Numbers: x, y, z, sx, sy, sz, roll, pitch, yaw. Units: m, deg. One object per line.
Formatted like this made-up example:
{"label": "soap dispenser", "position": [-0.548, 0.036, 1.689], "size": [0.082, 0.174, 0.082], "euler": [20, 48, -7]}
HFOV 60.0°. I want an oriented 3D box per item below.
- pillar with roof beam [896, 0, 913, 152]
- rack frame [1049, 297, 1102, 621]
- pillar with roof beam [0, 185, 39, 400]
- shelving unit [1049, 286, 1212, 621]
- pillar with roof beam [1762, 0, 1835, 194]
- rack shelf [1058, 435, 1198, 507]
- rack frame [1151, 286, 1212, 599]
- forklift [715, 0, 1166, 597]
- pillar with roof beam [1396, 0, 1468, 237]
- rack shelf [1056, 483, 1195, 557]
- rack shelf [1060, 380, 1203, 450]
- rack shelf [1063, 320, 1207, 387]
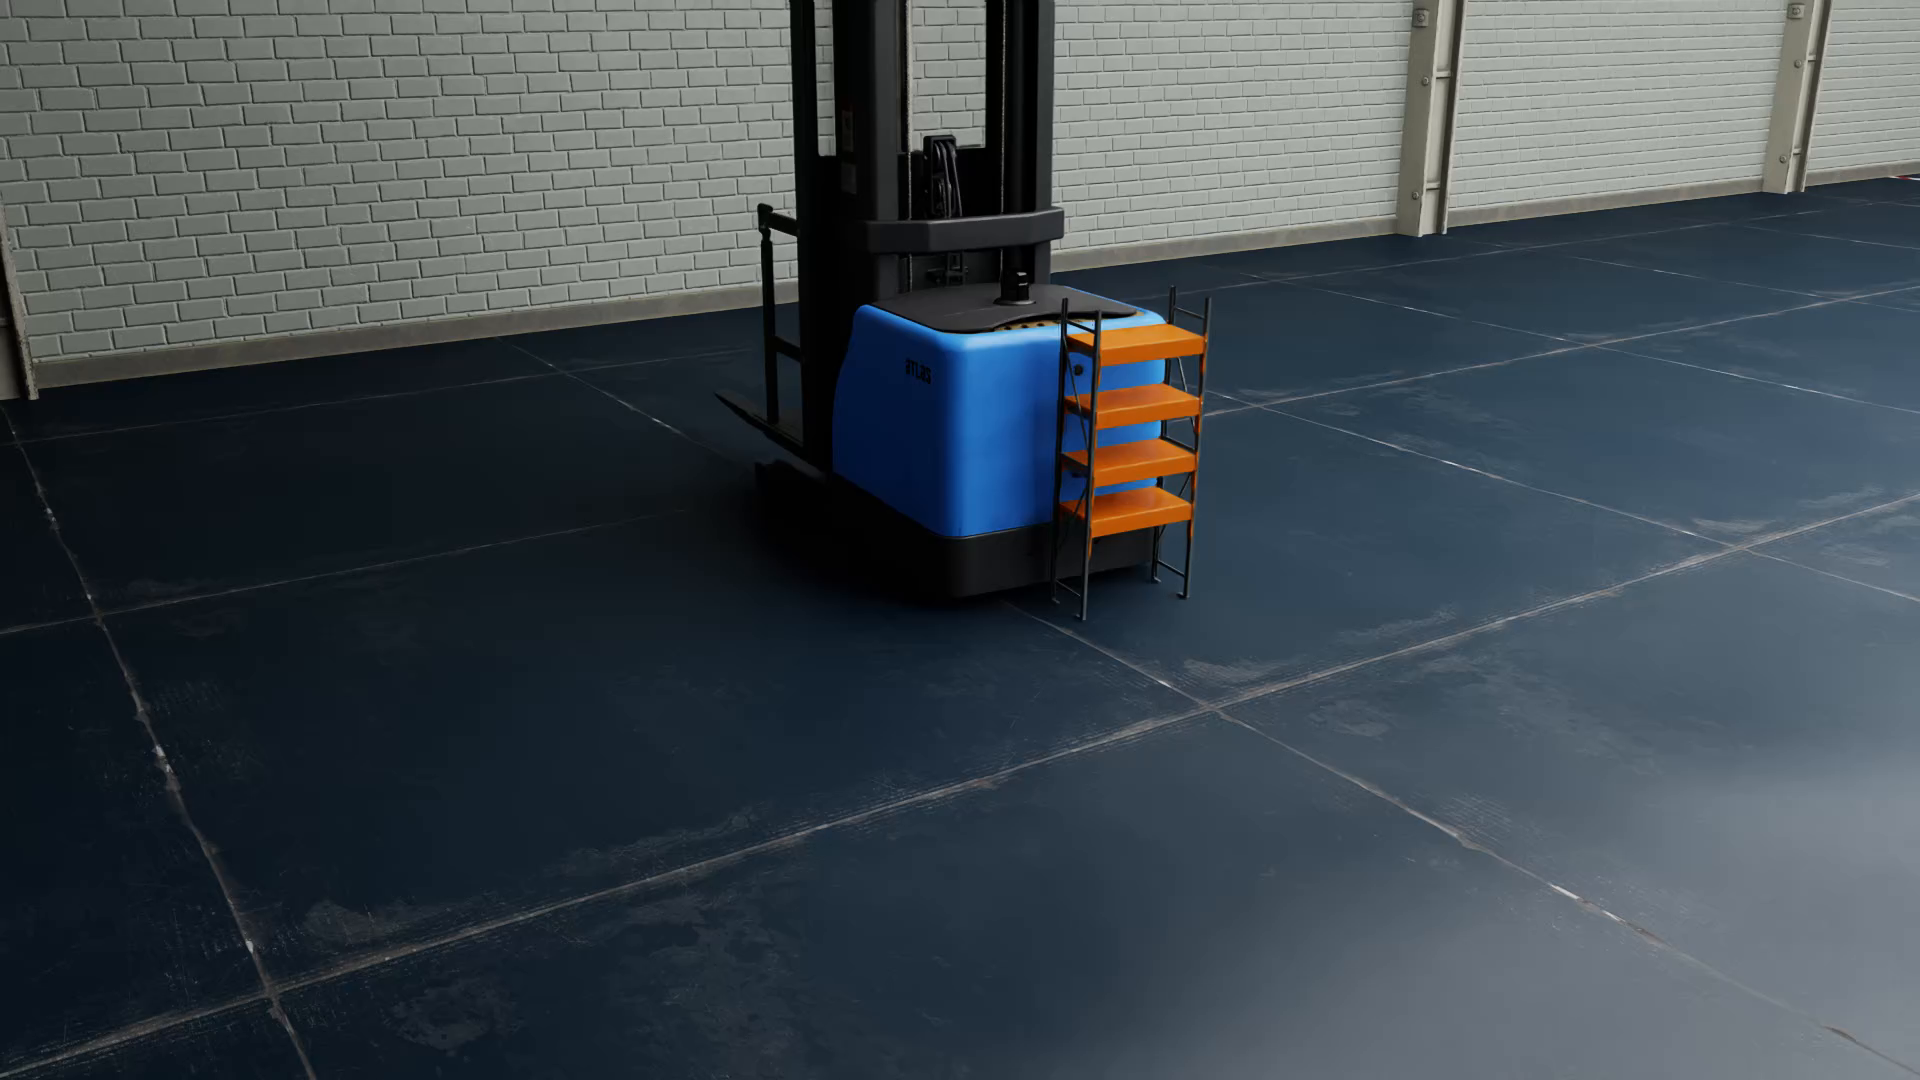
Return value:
{"label": "pillar with roof beam", "position": [1.770, -4.996, 7.973], "size": [0.400, 9.000, 9.100], "euler": [-12, 22, -31]}
{"label": "rack frame", "position": [0.427, -0.291, 6.216], "size": [0.015, 1.200, 0.240], "euler": [-10, 24, -28]}
{"label": "pillar with roof beam", "position": [-3.241, -3.939, 4.847], "size": [0.400, 9.000, 9.100], "euler": [-12, 22, -31]}
{"label": "shelving unit", "position": [0.639, -0.330, 6.329], "size": [0.503, 1.200, 0.258], "euler": [-10, 24, -28]}
{"label": "pillar with roof beam", "position": [11.792, -7.110, 14.225], "size": [0.400, 9.000, 9.100], "euler": [-12, 22, -31]}
{"label": "rack shelf", "position": [0.638, -0.267, 6.353], "size": [0.480, 0.148, 0.258], "euler": [-10, 24, -28]}
{"label": "rack frame", "position": [0.852, -0.368, 6.442], "size": [0.015, 1.200, 0.240], "euler": [-10, 24, -28]}
{"label": "forklift", "position": [-0.308, -1.595, 7.385], "size": [1.130, 2.935, 3.031], "euler": [-10, 21, -26]}
{"label": "pillar with roof beam", "position": [6.781, -6.053, 11.099], "size": [0.400, 9.000, 9.100], "euler": [-12, 22, -31]}
{"label": "rack shelf", "position": [0.634, -0.081, 6.424], "size": [0.480, 0.148, 0.258], "euler": [-10, 24, -28]}
{"label": "rack shelf", "position": [0.643, -0.476, 6.274], "size": [0.480, 0.148, 0.258], "euler": [-10, 24, -28]}
{"label": "rack shelf", "position": [0.648, -0.697, 6.189], "size": [0.480, 0.148, 0.258], "euler": [-10, 24, -28]}
